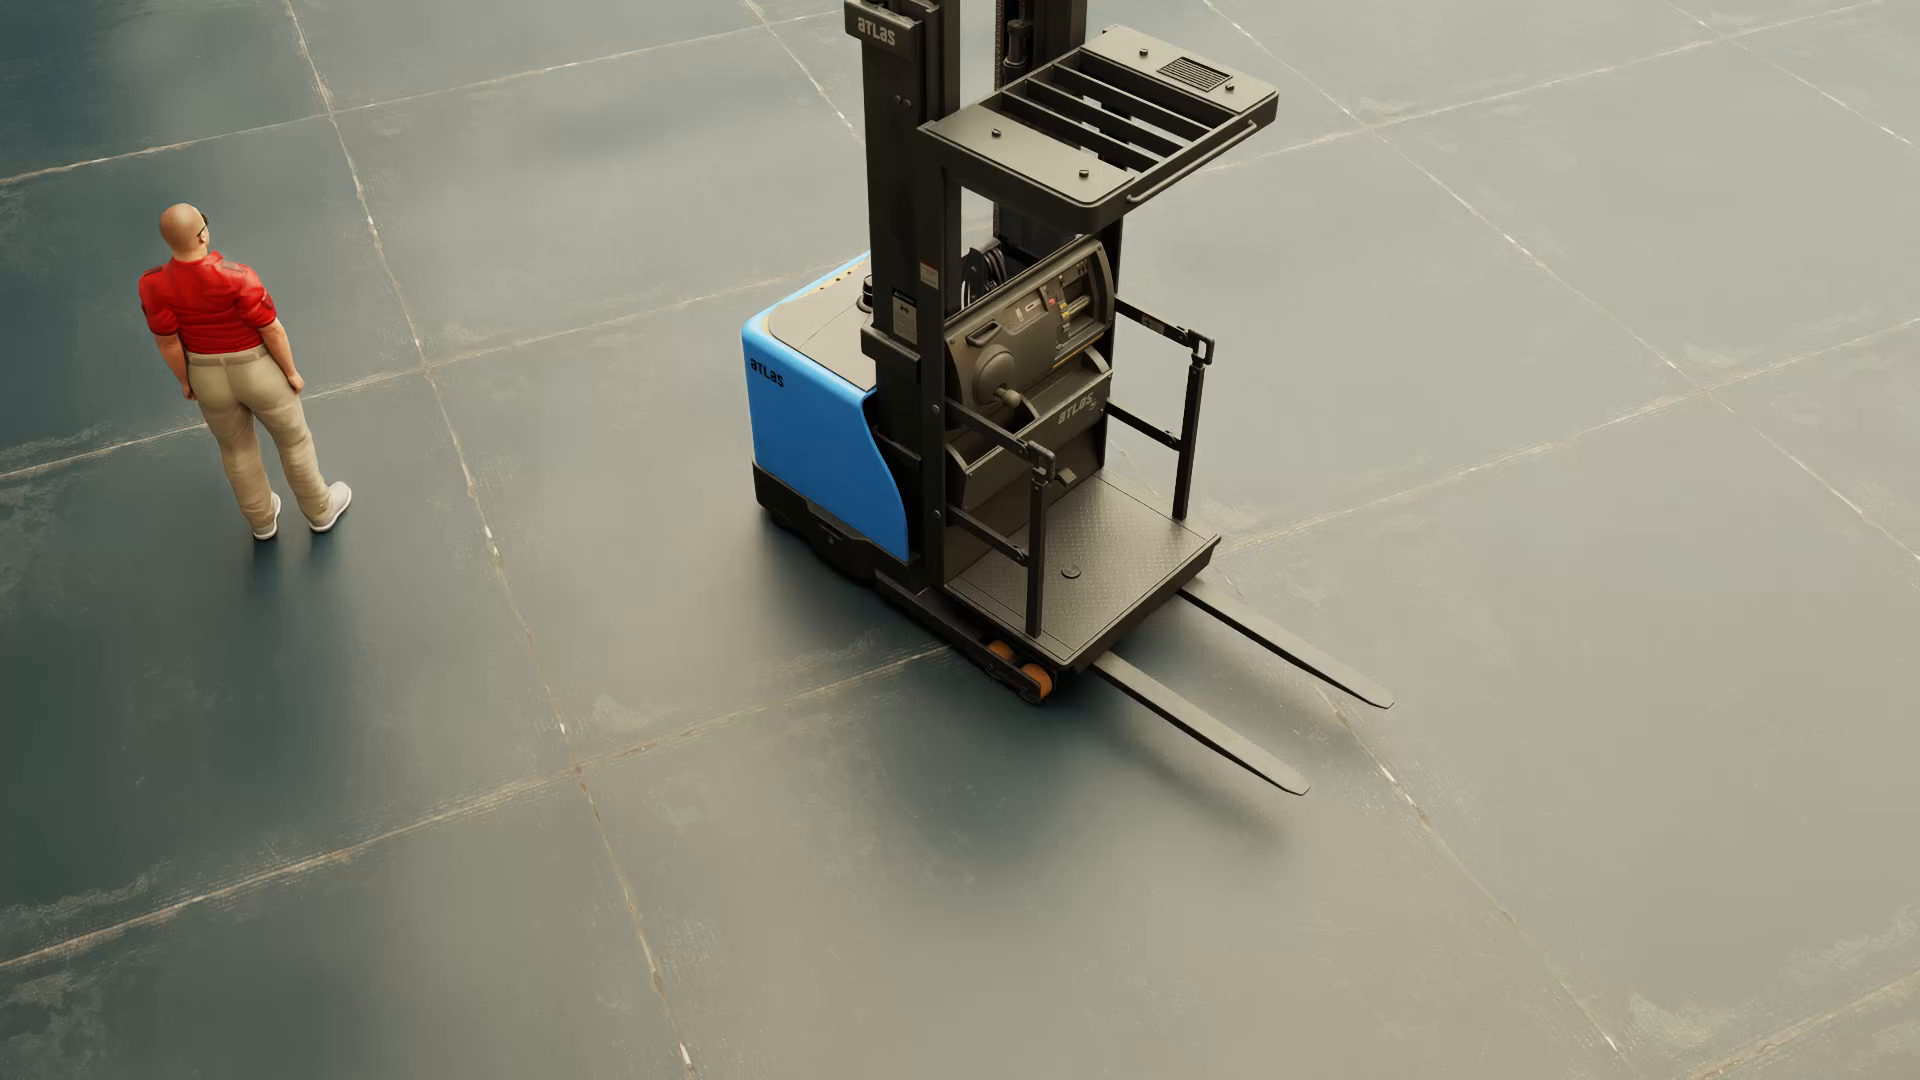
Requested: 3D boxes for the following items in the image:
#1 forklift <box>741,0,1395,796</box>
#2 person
[{"bbox_3d":[0.445,-0.788,6.525,3.031,2.935,1.130,32,52,30],"label":"forklift"},{"bbox_3d":[-3.182,-0.740,7.356,0.525,1.730,0.369,-5,43,-5],"label":"person"}]
